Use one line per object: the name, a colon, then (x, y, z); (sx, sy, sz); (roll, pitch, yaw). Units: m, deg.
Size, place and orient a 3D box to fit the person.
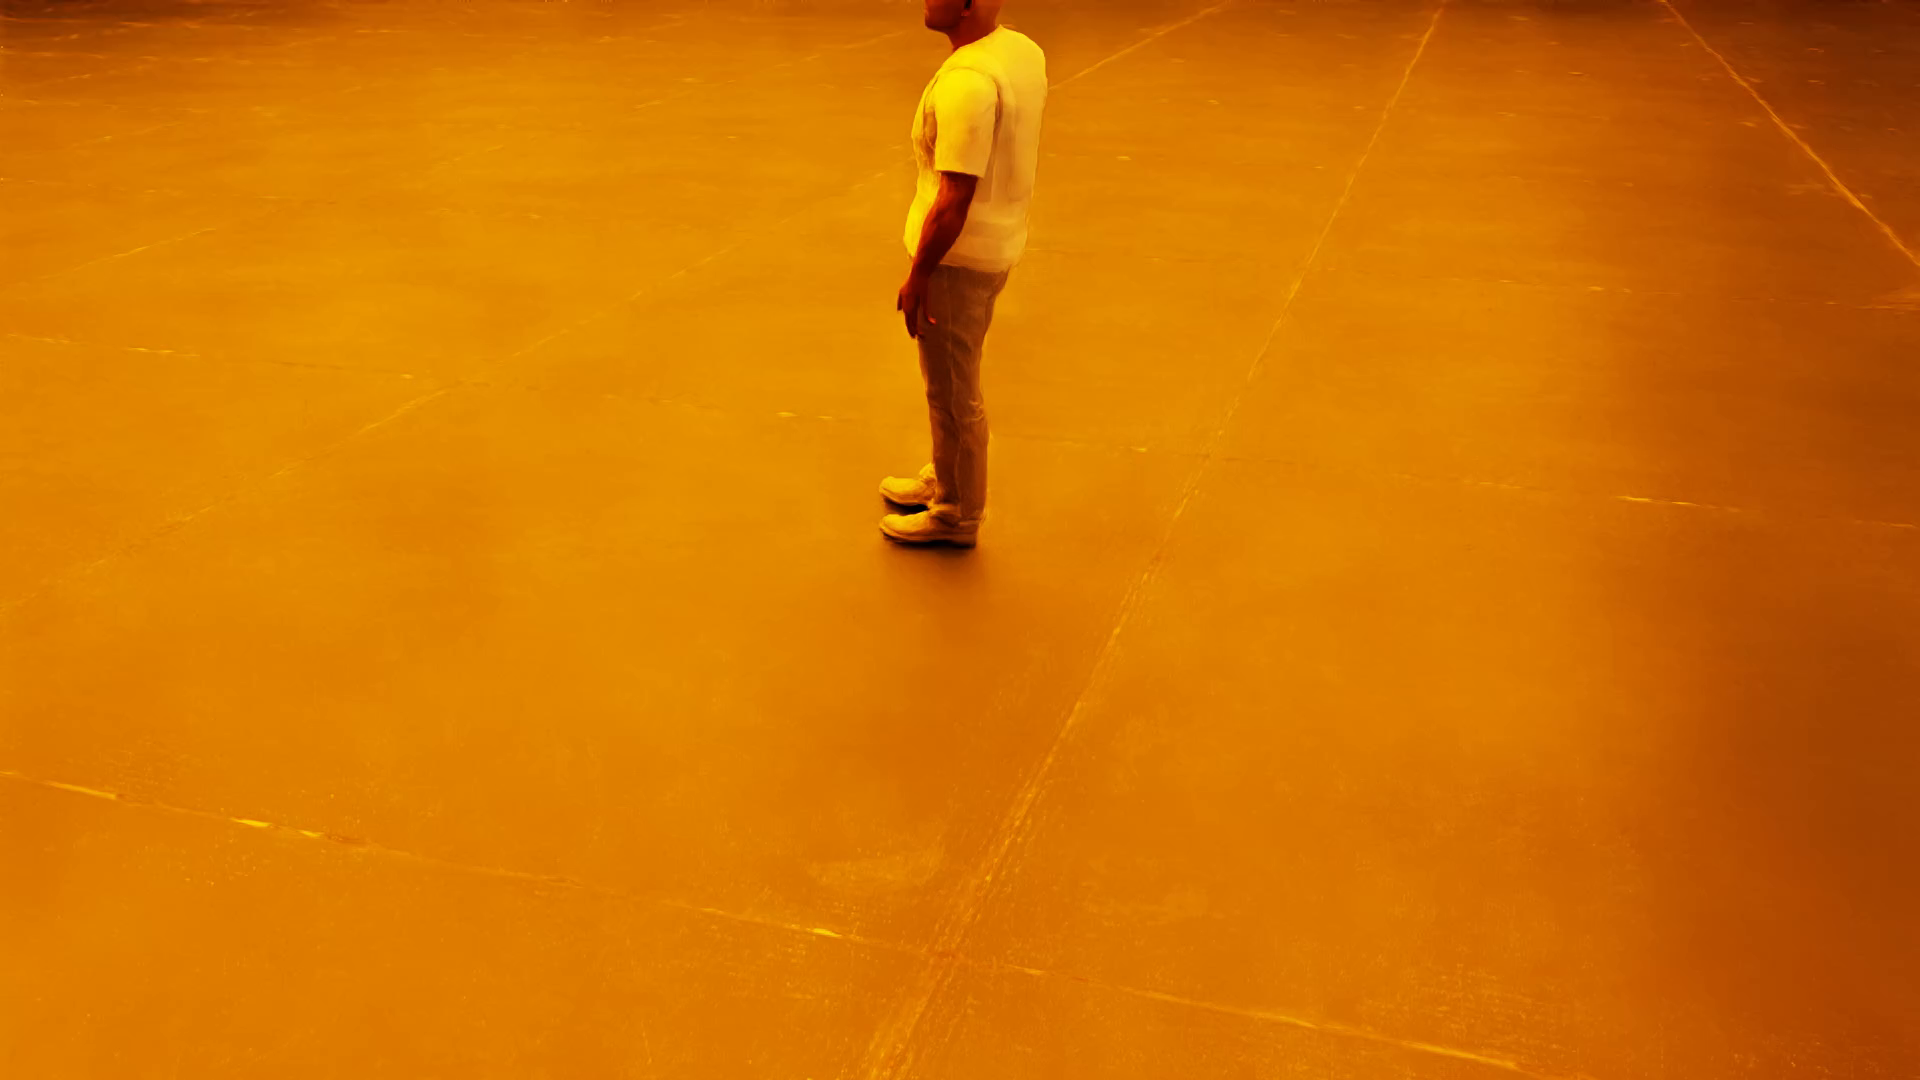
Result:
person: (-0.065, -0.833, 4.805); (0.576, 1.766, 0.665); (7, 23, 16)
